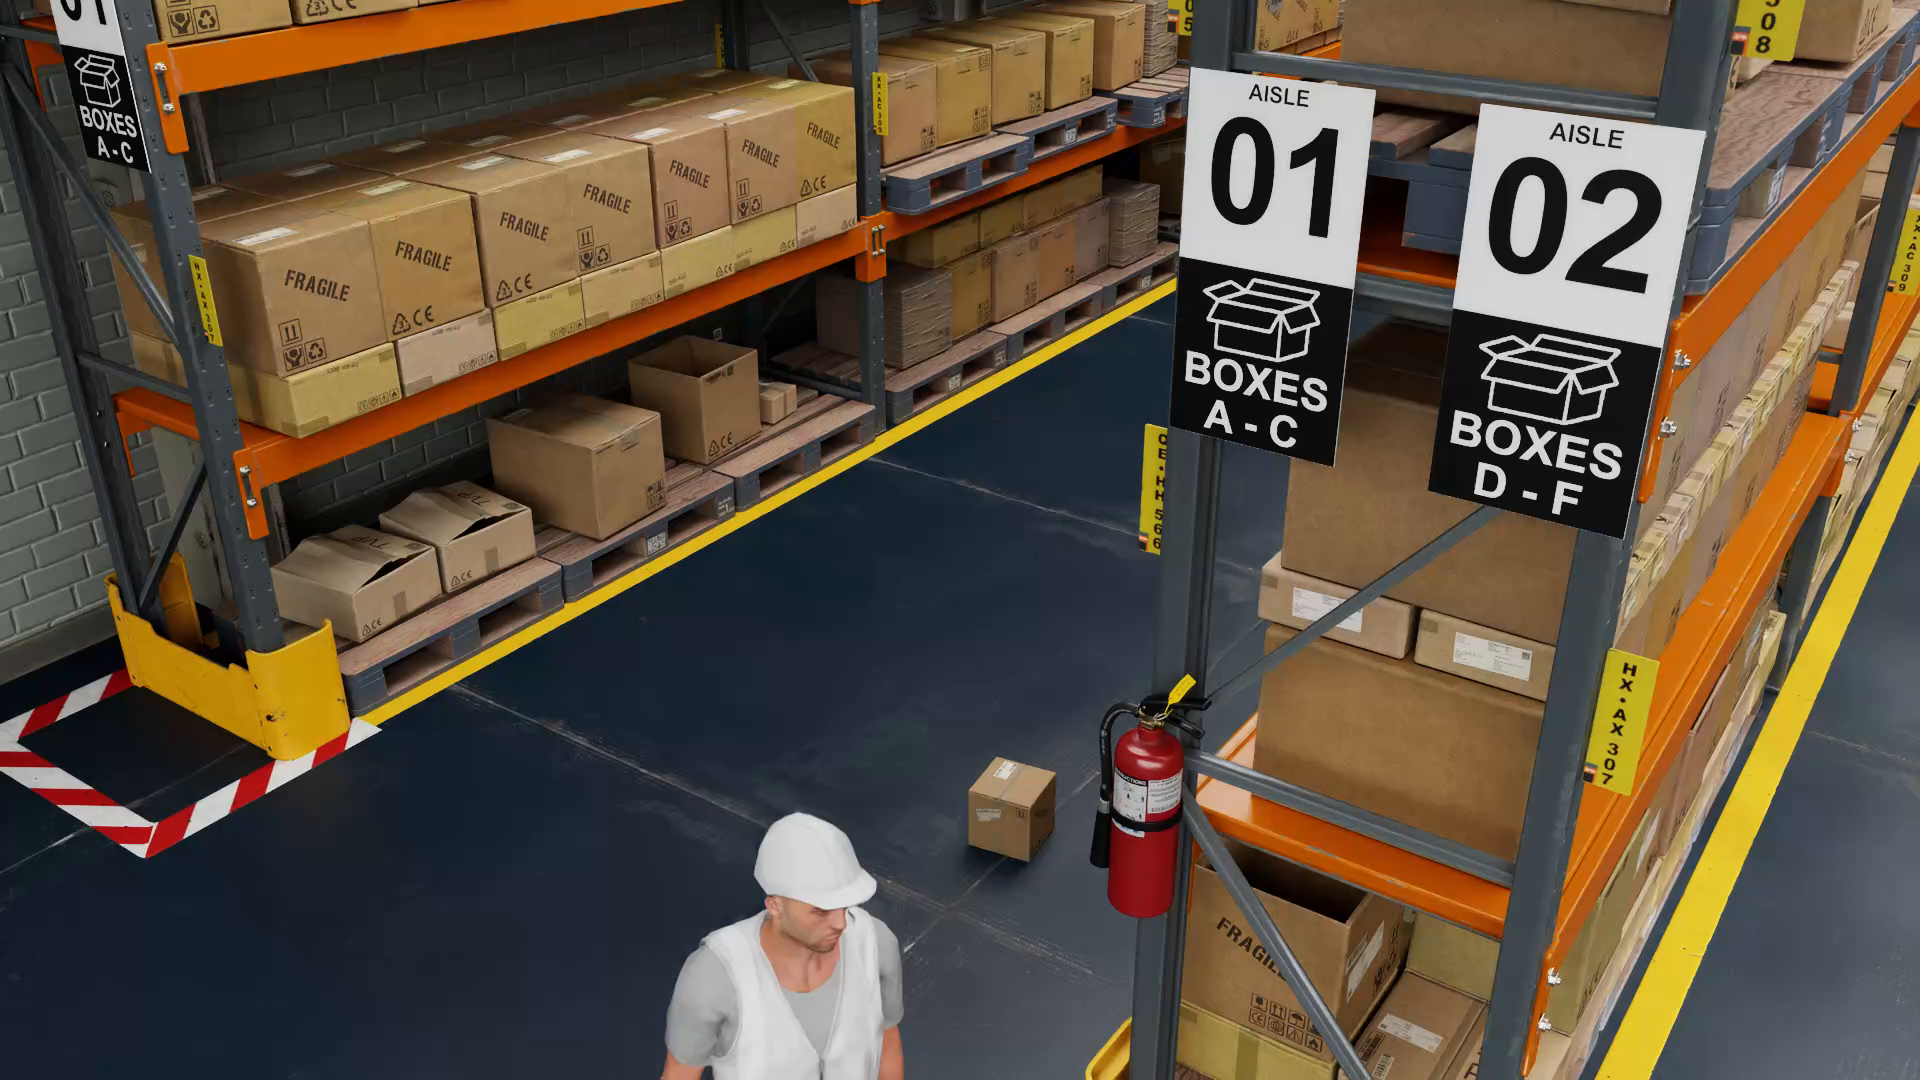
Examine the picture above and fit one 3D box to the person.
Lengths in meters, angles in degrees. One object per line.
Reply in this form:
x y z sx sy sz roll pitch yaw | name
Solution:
-0.375 1.420 3.721 0.635 1.775 0.438 -13 29 -23 | person
